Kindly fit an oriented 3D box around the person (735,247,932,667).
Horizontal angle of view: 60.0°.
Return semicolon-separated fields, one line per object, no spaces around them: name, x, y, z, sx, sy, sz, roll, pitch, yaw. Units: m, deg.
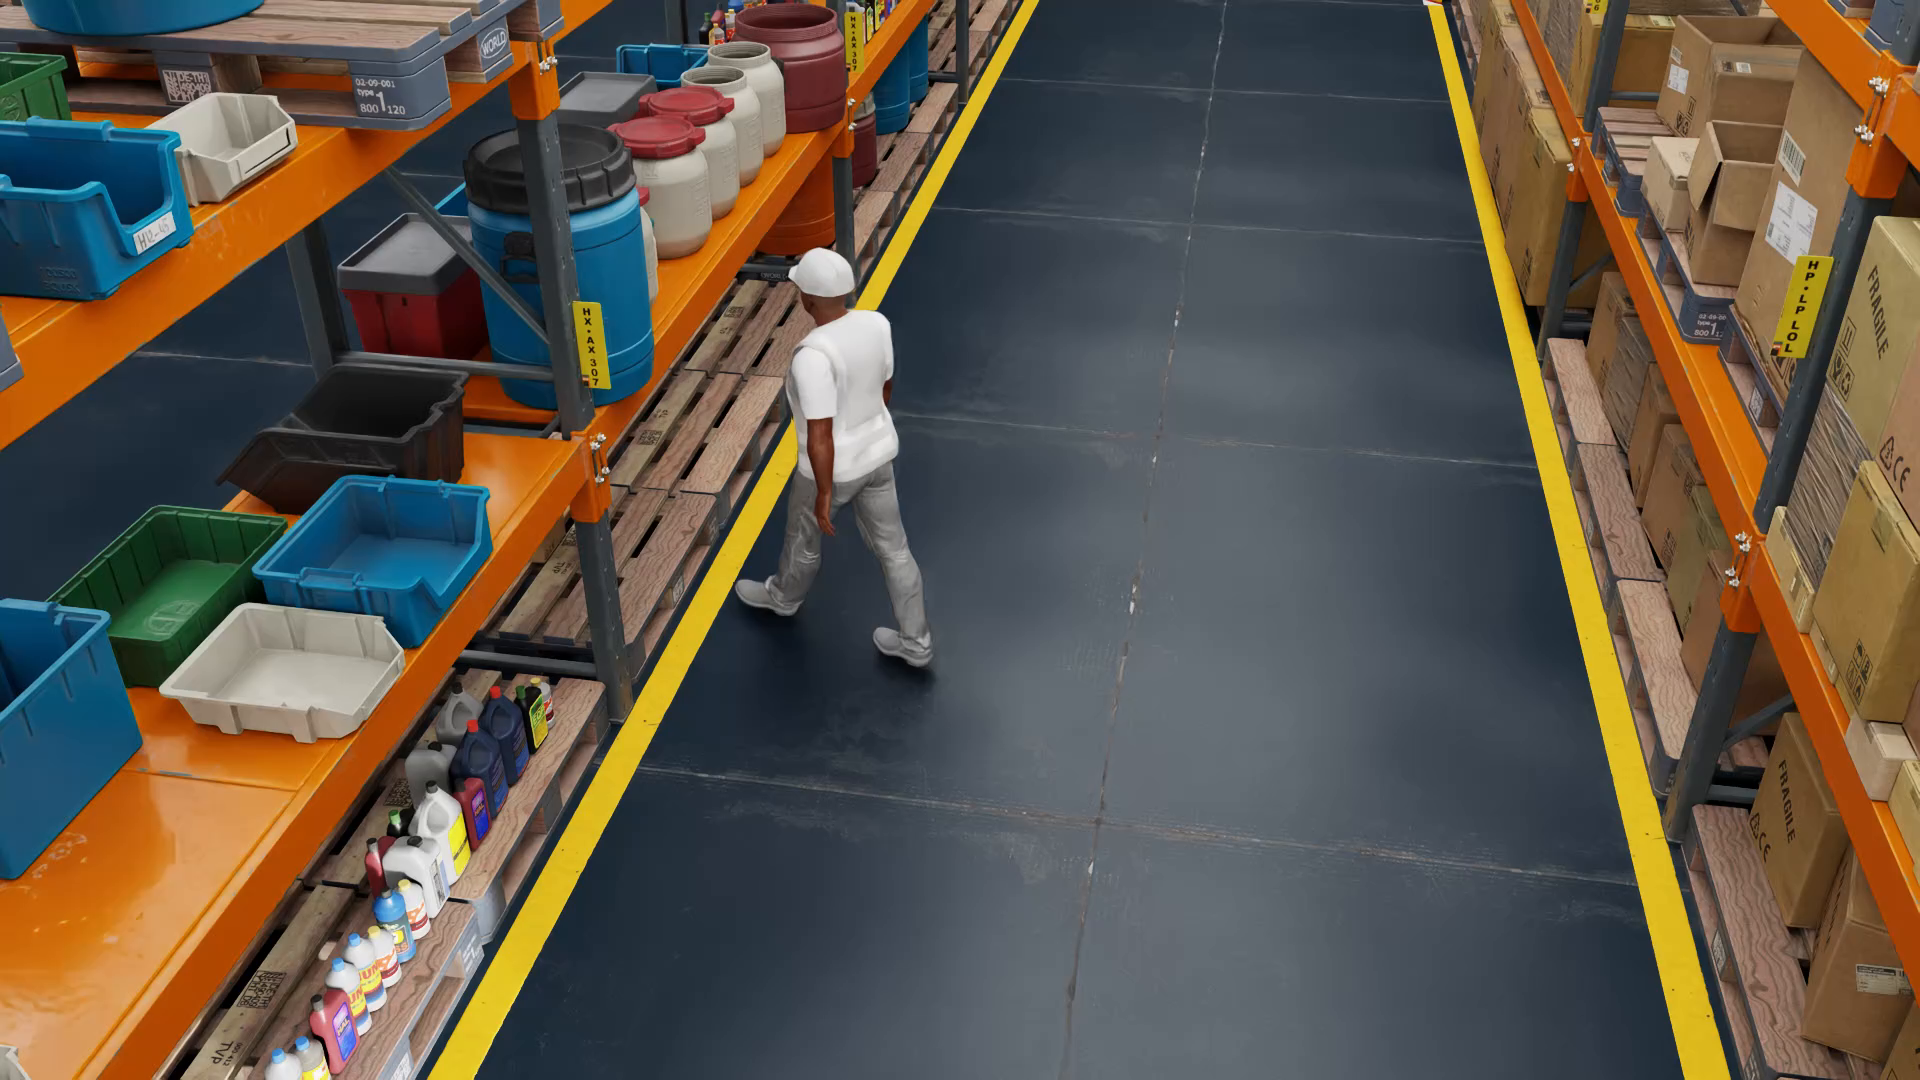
person;-0.497;-0.361;6.676;1.002;1.702;0.601;26;41;35
